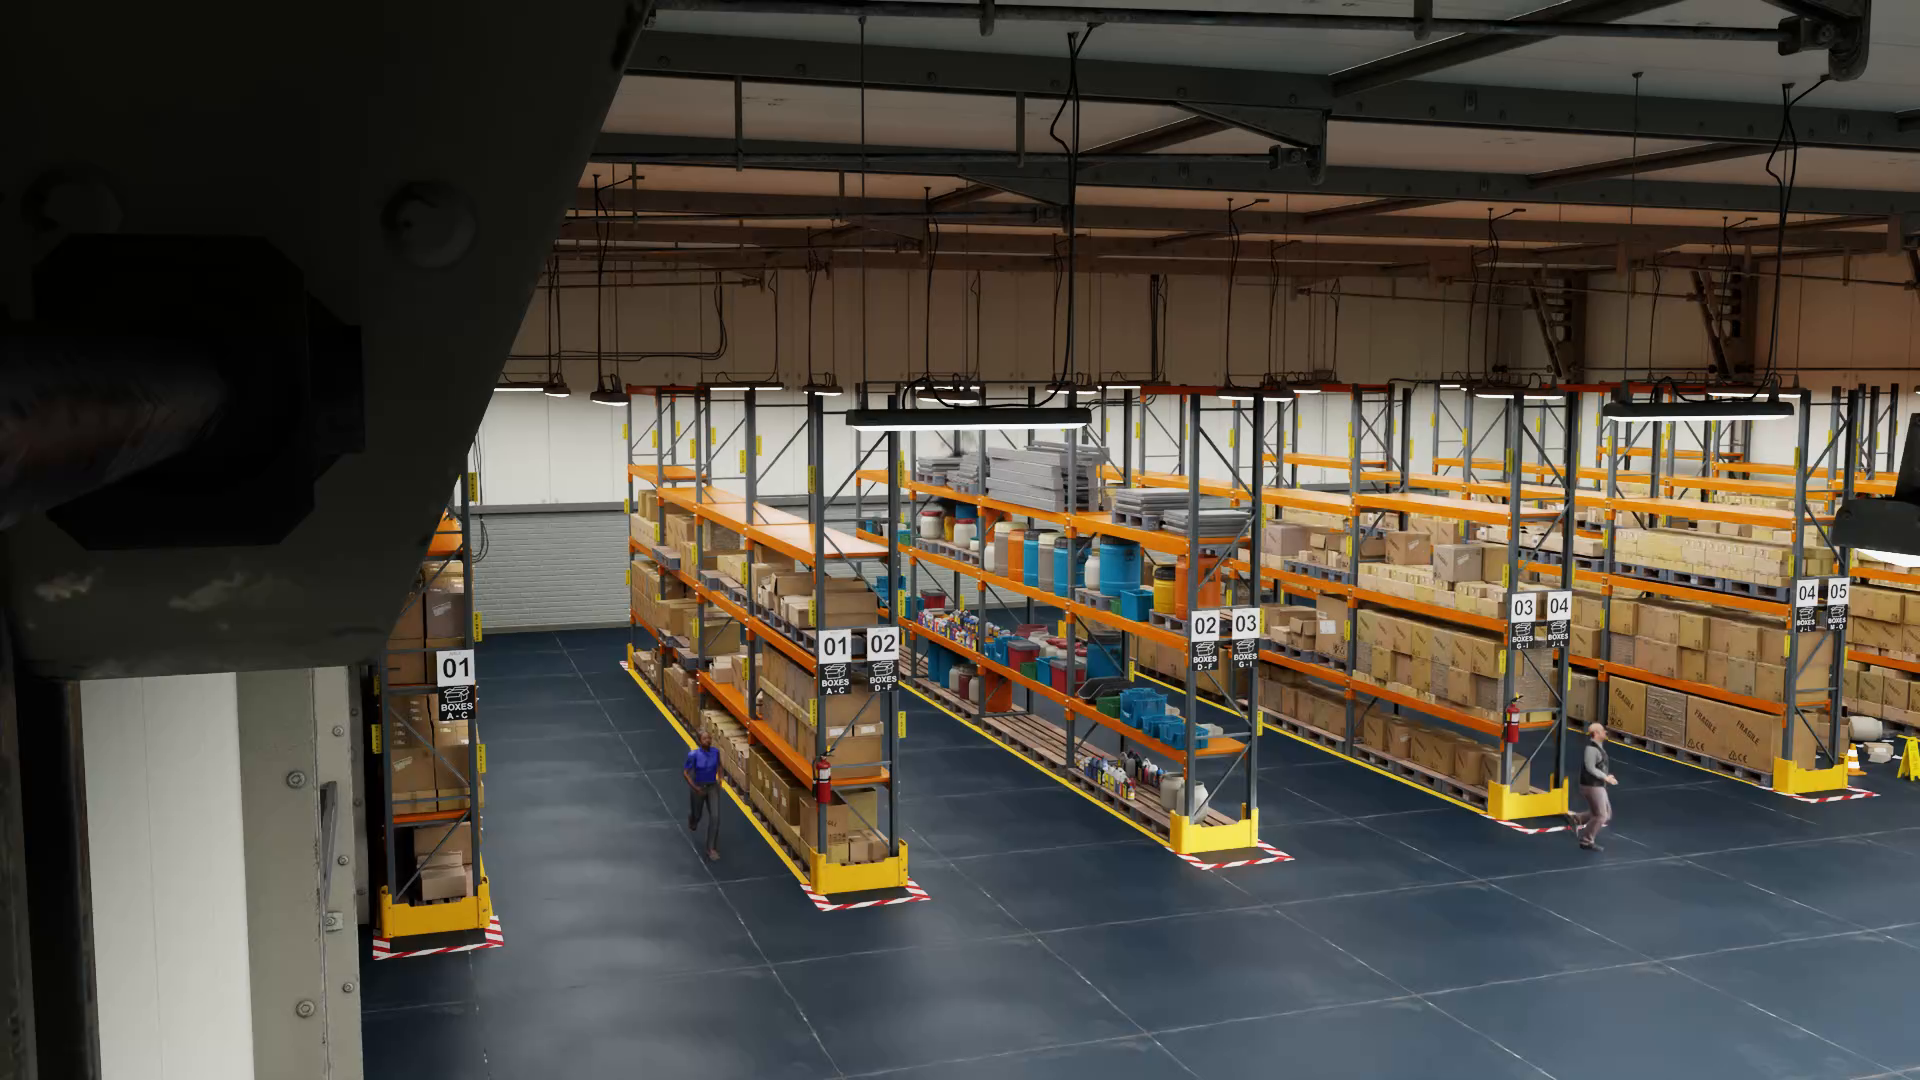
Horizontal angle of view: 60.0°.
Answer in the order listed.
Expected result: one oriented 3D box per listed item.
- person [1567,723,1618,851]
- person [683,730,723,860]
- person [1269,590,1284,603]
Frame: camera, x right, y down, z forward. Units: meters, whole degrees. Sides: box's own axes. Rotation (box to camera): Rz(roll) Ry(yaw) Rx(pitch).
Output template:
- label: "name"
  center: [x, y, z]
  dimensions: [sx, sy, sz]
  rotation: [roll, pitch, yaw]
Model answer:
- label: "person"
  center: [8.360, 3.243, 21.969]
  dimensions: [0.619, 1.679, 0.705]
  rotation: [3, 6, 24]
- label: "person"
  center: [-3.355, 3.301, 21.820]
  dimensions: [0.557, 1.643, 0.963]
  rotation: [-2, 6, -21]
- label: "person"
  center: [7.886, 1.238, 41.264]
  dimensions: [0.833, 1.675, 0.629]
  rotation: [2, 6, 22]
